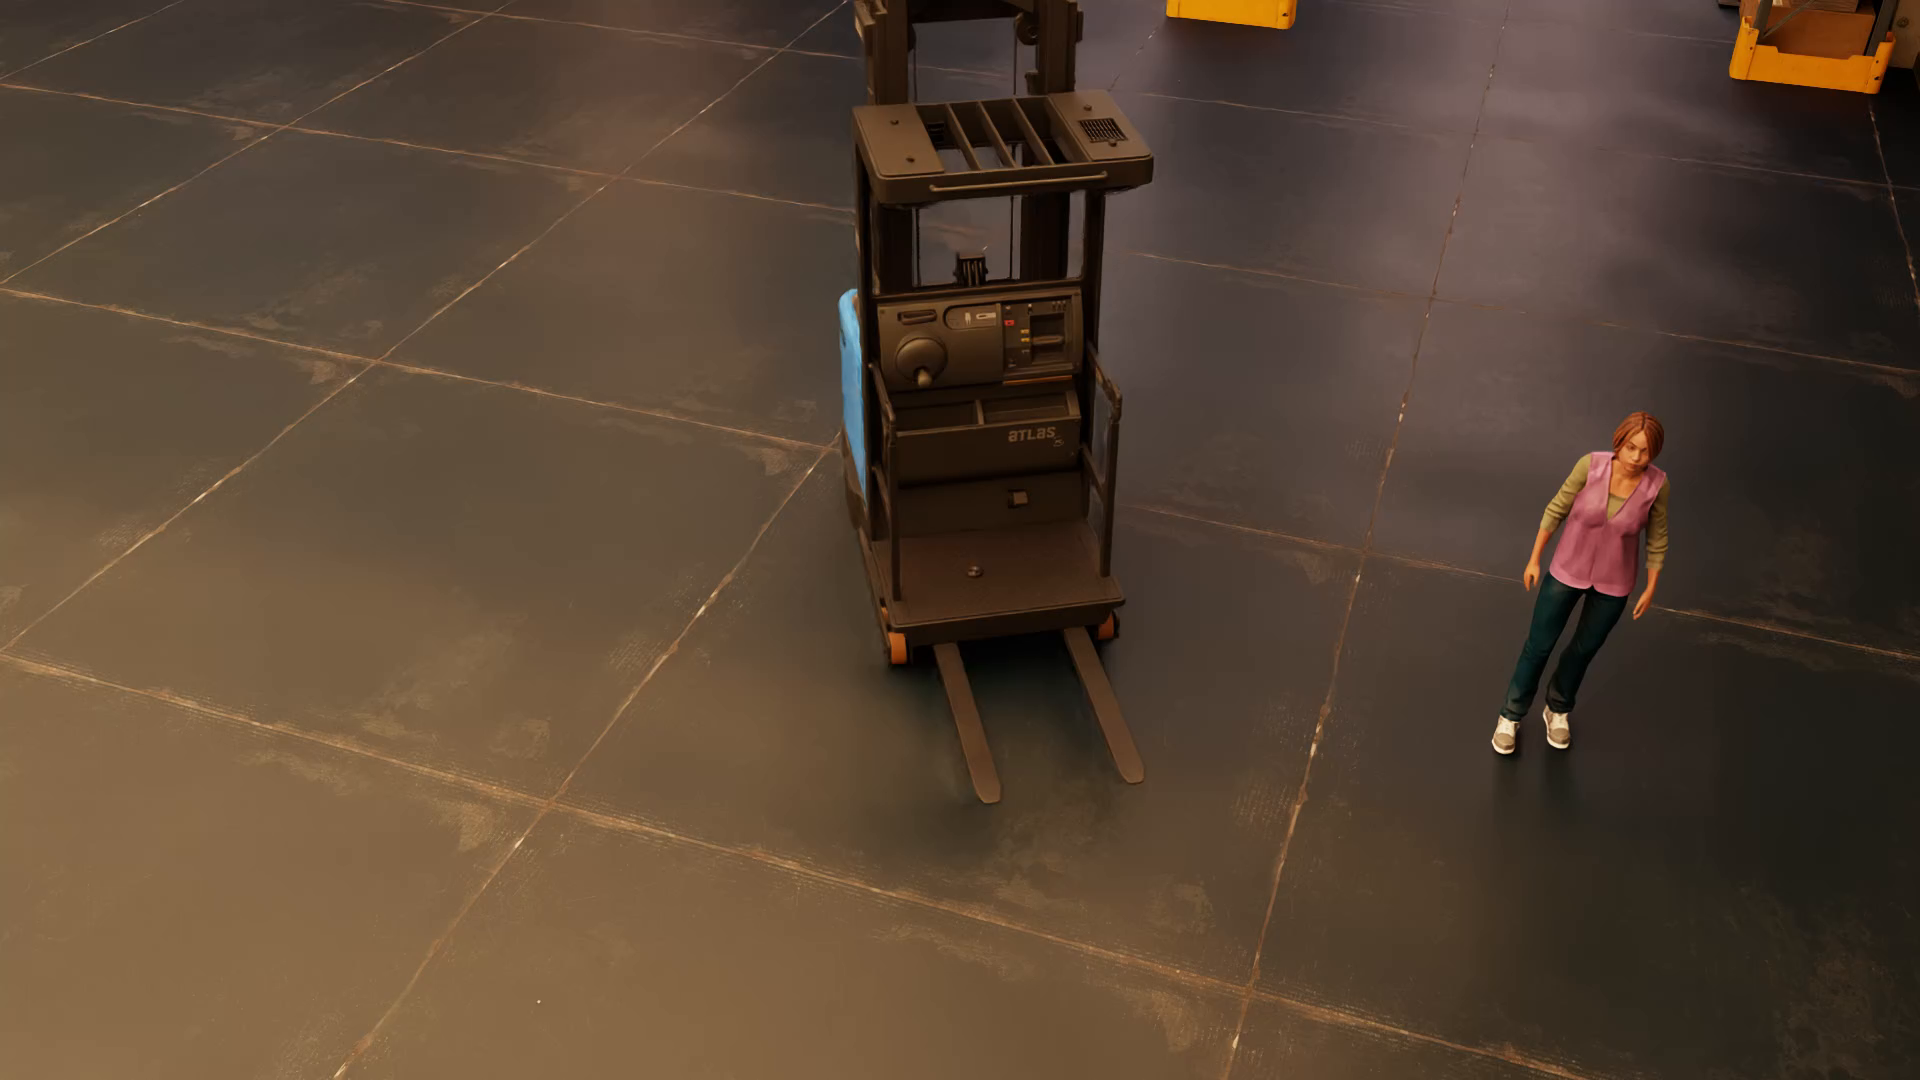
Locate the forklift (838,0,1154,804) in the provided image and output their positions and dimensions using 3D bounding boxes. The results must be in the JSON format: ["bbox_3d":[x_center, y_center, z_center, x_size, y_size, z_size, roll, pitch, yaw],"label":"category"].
[{"bbox_3d":[0.140,-0.839,7.295,1.130,2.935,3.031,-6,36,-9],"label":"forklift"}]

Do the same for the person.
[{"bbox_3d":[2.633,0.219,6.963,0.527,1.589,0.469,11,37,15],"label":"person"}]
